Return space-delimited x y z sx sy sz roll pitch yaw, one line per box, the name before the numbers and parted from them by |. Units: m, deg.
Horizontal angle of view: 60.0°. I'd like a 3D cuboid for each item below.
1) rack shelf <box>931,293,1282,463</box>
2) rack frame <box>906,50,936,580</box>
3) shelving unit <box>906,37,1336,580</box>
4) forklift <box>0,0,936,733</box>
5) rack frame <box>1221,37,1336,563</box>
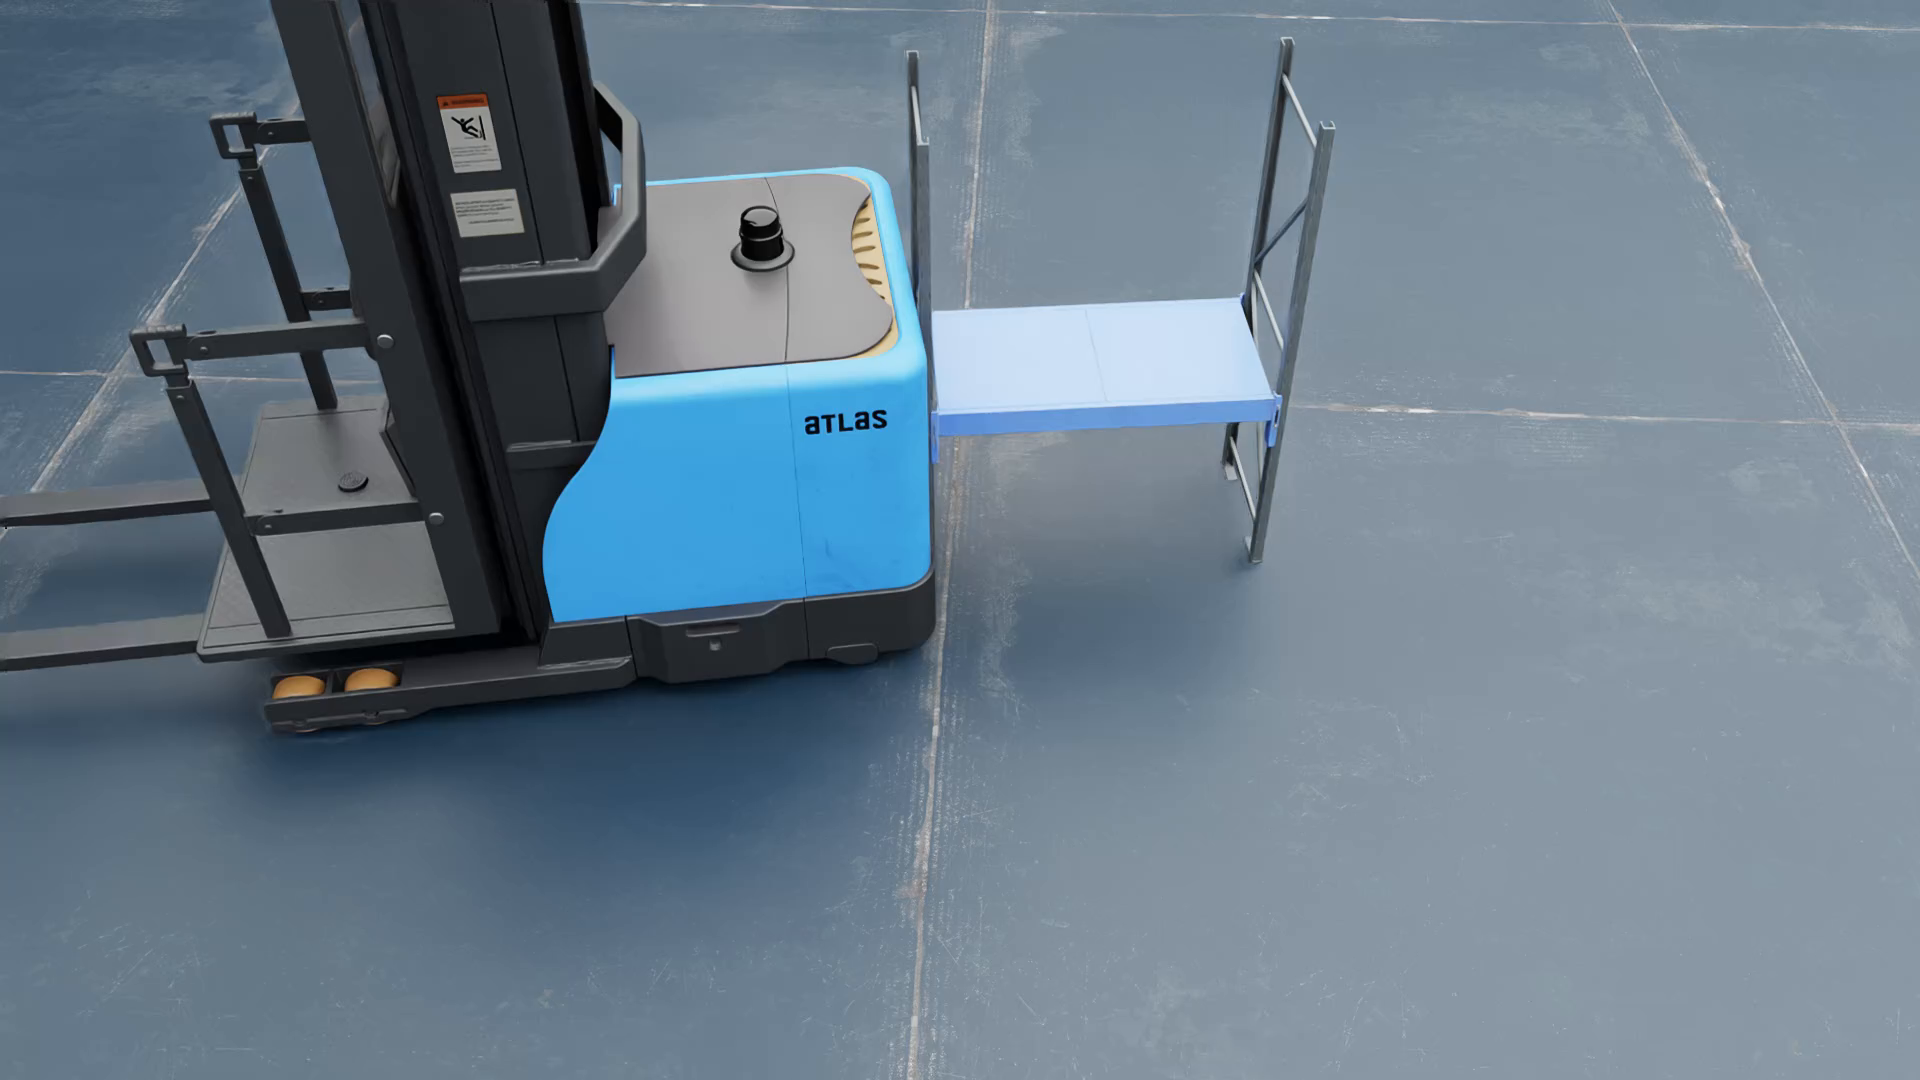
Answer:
rack shelf | 0.398 -0.489 4.938 1.000 0.185 0.538 -3 43 -3
rack frame | -0.109 -0.594 4.788 0.032 1.500 0.500 -3 43 -3
shelving unit | 0.398 -0.620 4.816 1.048 1.500 0.538 -3 43 -3
forklift | -1.632 -0.919 4.087 3.031 2.935 1.130 -6 43 -6
rack frame | 0.904 -0.647 4.844 0.032 1.500 0.500 -3 43 -3
